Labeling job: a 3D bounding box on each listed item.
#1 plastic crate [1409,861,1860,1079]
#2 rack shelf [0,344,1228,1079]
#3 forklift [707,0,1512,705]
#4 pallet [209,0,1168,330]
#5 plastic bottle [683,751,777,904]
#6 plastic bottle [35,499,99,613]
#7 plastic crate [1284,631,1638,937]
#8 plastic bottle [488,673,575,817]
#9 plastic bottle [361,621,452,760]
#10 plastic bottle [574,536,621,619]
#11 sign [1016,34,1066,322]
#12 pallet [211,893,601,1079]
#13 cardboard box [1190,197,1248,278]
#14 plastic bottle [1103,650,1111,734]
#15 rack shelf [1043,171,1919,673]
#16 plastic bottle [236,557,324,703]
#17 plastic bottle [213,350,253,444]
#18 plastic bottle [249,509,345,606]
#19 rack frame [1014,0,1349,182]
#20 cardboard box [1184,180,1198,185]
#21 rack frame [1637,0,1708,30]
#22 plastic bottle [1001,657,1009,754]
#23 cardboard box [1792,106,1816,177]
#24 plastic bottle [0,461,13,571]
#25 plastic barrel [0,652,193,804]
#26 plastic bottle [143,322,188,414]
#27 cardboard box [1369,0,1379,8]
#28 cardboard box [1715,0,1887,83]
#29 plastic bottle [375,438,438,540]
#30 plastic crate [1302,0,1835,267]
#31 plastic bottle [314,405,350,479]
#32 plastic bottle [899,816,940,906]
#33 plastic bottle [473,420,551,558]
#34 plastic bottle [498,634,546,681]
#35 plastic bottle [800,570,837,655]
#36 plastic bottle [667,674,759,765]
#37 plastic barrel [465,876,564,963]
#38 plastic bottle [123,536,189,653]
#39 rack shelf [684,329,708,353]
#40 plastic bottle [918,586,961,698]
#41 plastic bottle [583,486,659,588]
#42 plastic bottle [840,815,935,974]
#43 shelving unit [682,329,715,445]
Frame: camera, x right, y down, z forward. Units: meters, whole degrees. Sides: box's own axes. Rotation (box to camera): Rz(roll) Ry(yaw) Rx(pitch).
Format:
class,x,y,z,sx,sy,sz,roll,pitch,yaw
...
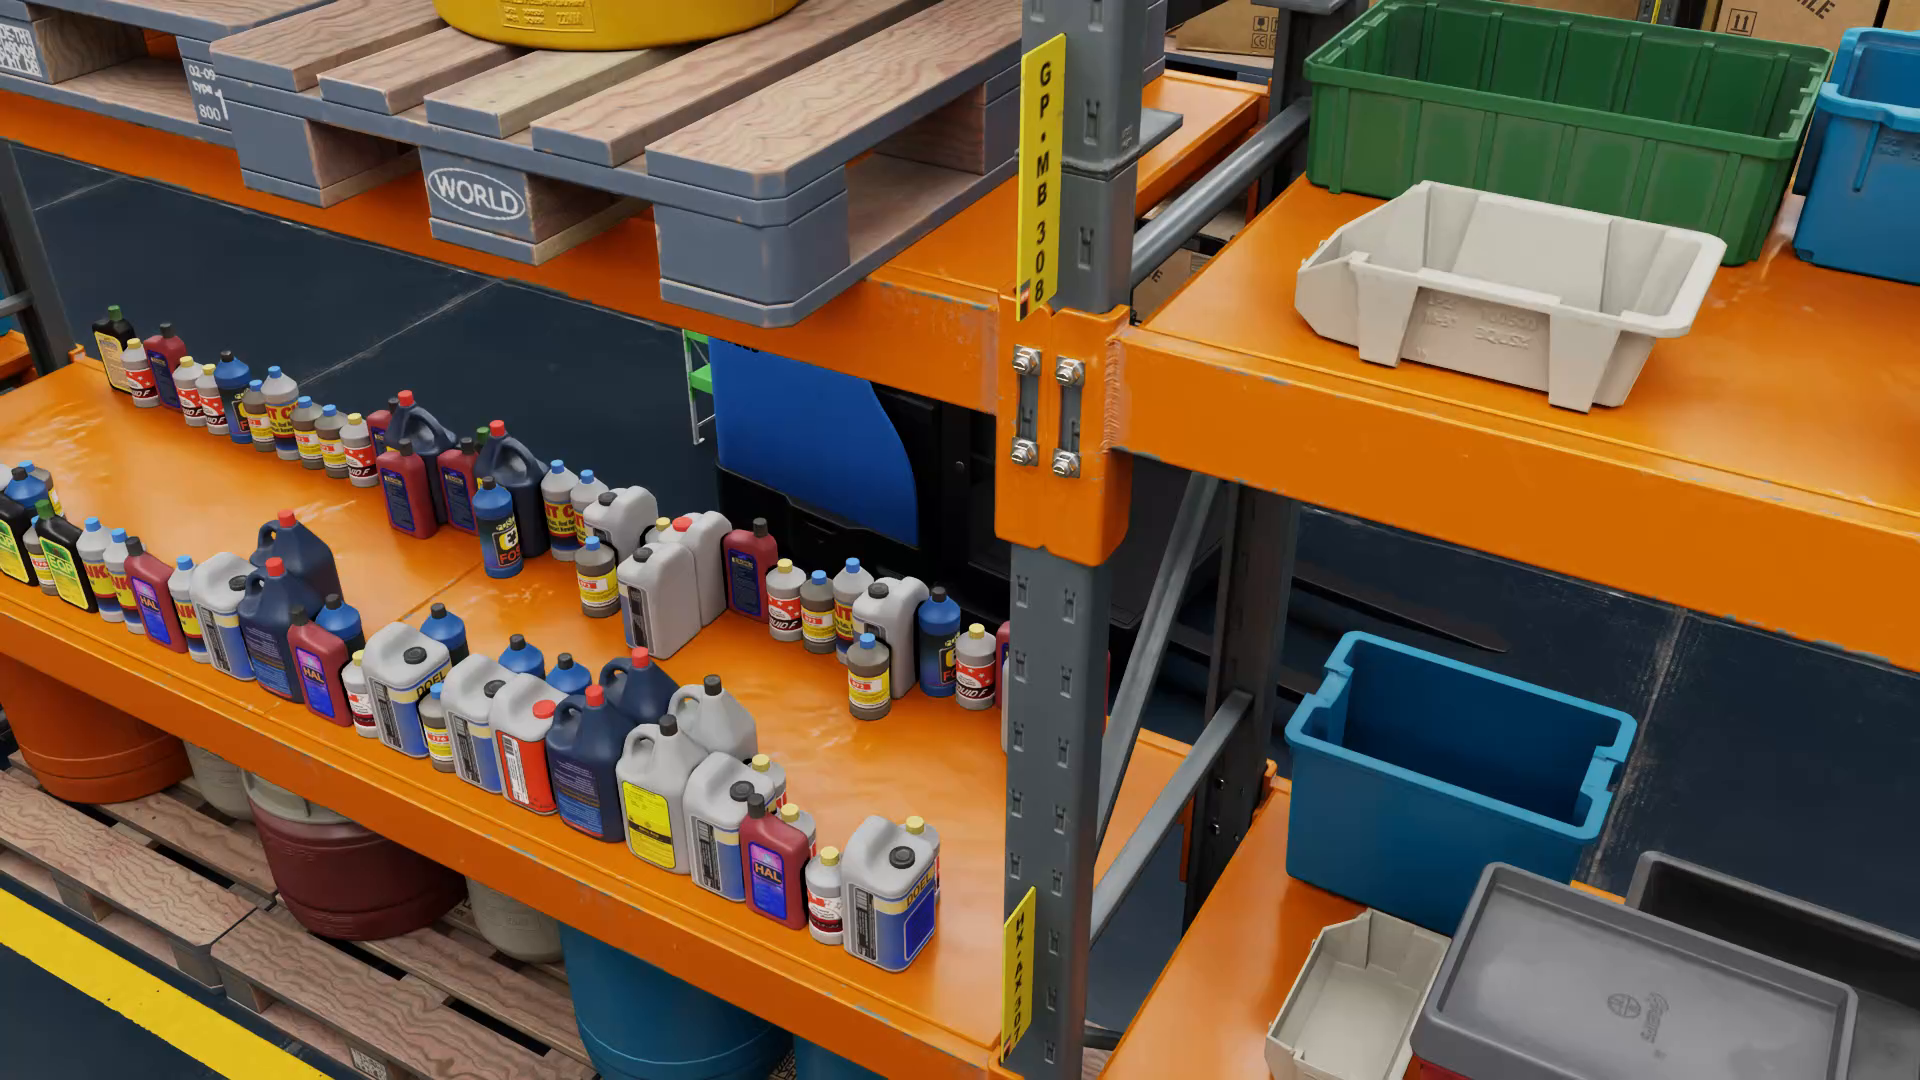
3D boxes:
class,x,y,z,sx,sy,sz,roll,pitch,yaw
plastic crate,1.020,0.880,2.611,0.583,0.464,0.402,18,37,24
rack shelf,-1.367,0.314,4.221,4.000,0.370,1.077,18,37,24
forklift,0.507,-1.015,5.630,3.031,2.935,1.130,22,39,29
pallet,-0.360,-0.773,2.669,1.003,0.211,1.213,18,37,24
plastic bottle,-0.450,0.563,3.310,0.135,0.276,0.152,18,37,24
plastic bottle,-2.192,0.038,4.093,0.133,0.283,0.061,18,37,24
plastic crate,0.944,0.511,3.237,0.575,0.384,0.392,18,37,24
plastic bottle,-0.888,0.425,3.518,0.135,0.276,0.152,18,37,24
plastic bottle,-1.206,0.324,3.669,0.135,0.276,0.152,18,37,24
plastic bottle,-0.894,0.084,4.097,0.097,0.201,0.097,0,34,0
sign,0.095,-0.423,1.965,0.005,0.325,0.100,18,37,24
pallet,-1.343,1.158,4.820,1.213,0.211,1.003,18,37,24
cardboard box,1.400,-1.236,7.758,0.500,0.500,0.500,18,38,25
plastic bottle,0.263,0.307,3.687,0.133,0.283,0.061,18,37,24
rack shelf,2.106,0.166,1.737,4.000,0.370,1.077,18,37,24
plastic bottle,-1.547,0.187,3.807,0.185,0.351,0.144,18,37,24
plastic bottle,-2.080,-0.418,4.788,0.097,0.271,0.097,0,34,0
plastic bottle,-1.589,0.077,3.972,0.185,0.351,0.144,18,37,24
rack frame,0.369,-1.932,1.532,0.127,3.000,1.000,18,37,24
cardboard box,1.227,-1.935,8.132,0.500,0.250,0.500,17,37,24
rack frame,2.830,-1.818,6.773,0.127,3.000,1.000,18,37,24
plastic bottle,0.190,0.322,3.605,0.185,0.351,0.144,18,37,24
cardboard box,3.138,-1.588,6.338,0.500,0.500,0.500,19,38,26
plastic bottle,-2.486,-0.082,4.278,0.135,0.276,0.152,18,37,24
plastic barrel,-2.670,0.320,5.143,0.708,0.830,0.600,18,37,24
plastic bottle,-2.340,-0.517,4.925,0.133,0.283,0.061,18,37,24
cardboard box,1.902,-2.431,7.225,0.500,0.500,0.700,24,41,32
cardboard box,3.100,-2.010,6.070,0.500,0.500,0.500,19,38,26
plastic bottle,-1.459,-0.146,4.368,0.133,0.283,0.061,18,37,24
plastic crate,0.887,-0.624,2.466,0.662,0.188,0.450,18,37,24
plastic bottle,-1.742,-0.282,4.646,0.097,0.201,0.097,0,34,0
plastic bottle,-0.087,0.630,3.277,0.097,0.201,0.097,0,34,0
plastic bottle,-1.154,-0.143,4.303,0.185,0.351,0.144,18,37,24
plastic bottle,-0.959,0.324,3.673,0.097,0.271,0.097,0,34,0
plastic bottle,-0.333,0.165,3.976,0.097,0.201,0.097,0,34,0
plastic bottle,-0.519,0.421,3.456,0.185,0.351,0.144,18,37,24
plastic barrel,-1.155,0.875,4.596,0.421,0.512,0.421,0,34,0
plastic bottle,-1.908,0.128,3.957,0.133,0.283,0.061,18,37,24
rack shelf,-0.908,-0.844,7.050,0.480,0.148,0.258,22,39,29
plastic bottle,-0.047,0.226,3.820,0.097,0.271,0.097,0,34,0
plastic bottle,-0.849,-0.012,4.174,0.135,0.276,0.152,18,37,24
plastic bottle,-0.133,0.664,3.159,0.135,0.276,0.152,18,37,24
shelving unit,-0.908,-0.897,7.014,0.503,1.200,0.258,22,39,29
